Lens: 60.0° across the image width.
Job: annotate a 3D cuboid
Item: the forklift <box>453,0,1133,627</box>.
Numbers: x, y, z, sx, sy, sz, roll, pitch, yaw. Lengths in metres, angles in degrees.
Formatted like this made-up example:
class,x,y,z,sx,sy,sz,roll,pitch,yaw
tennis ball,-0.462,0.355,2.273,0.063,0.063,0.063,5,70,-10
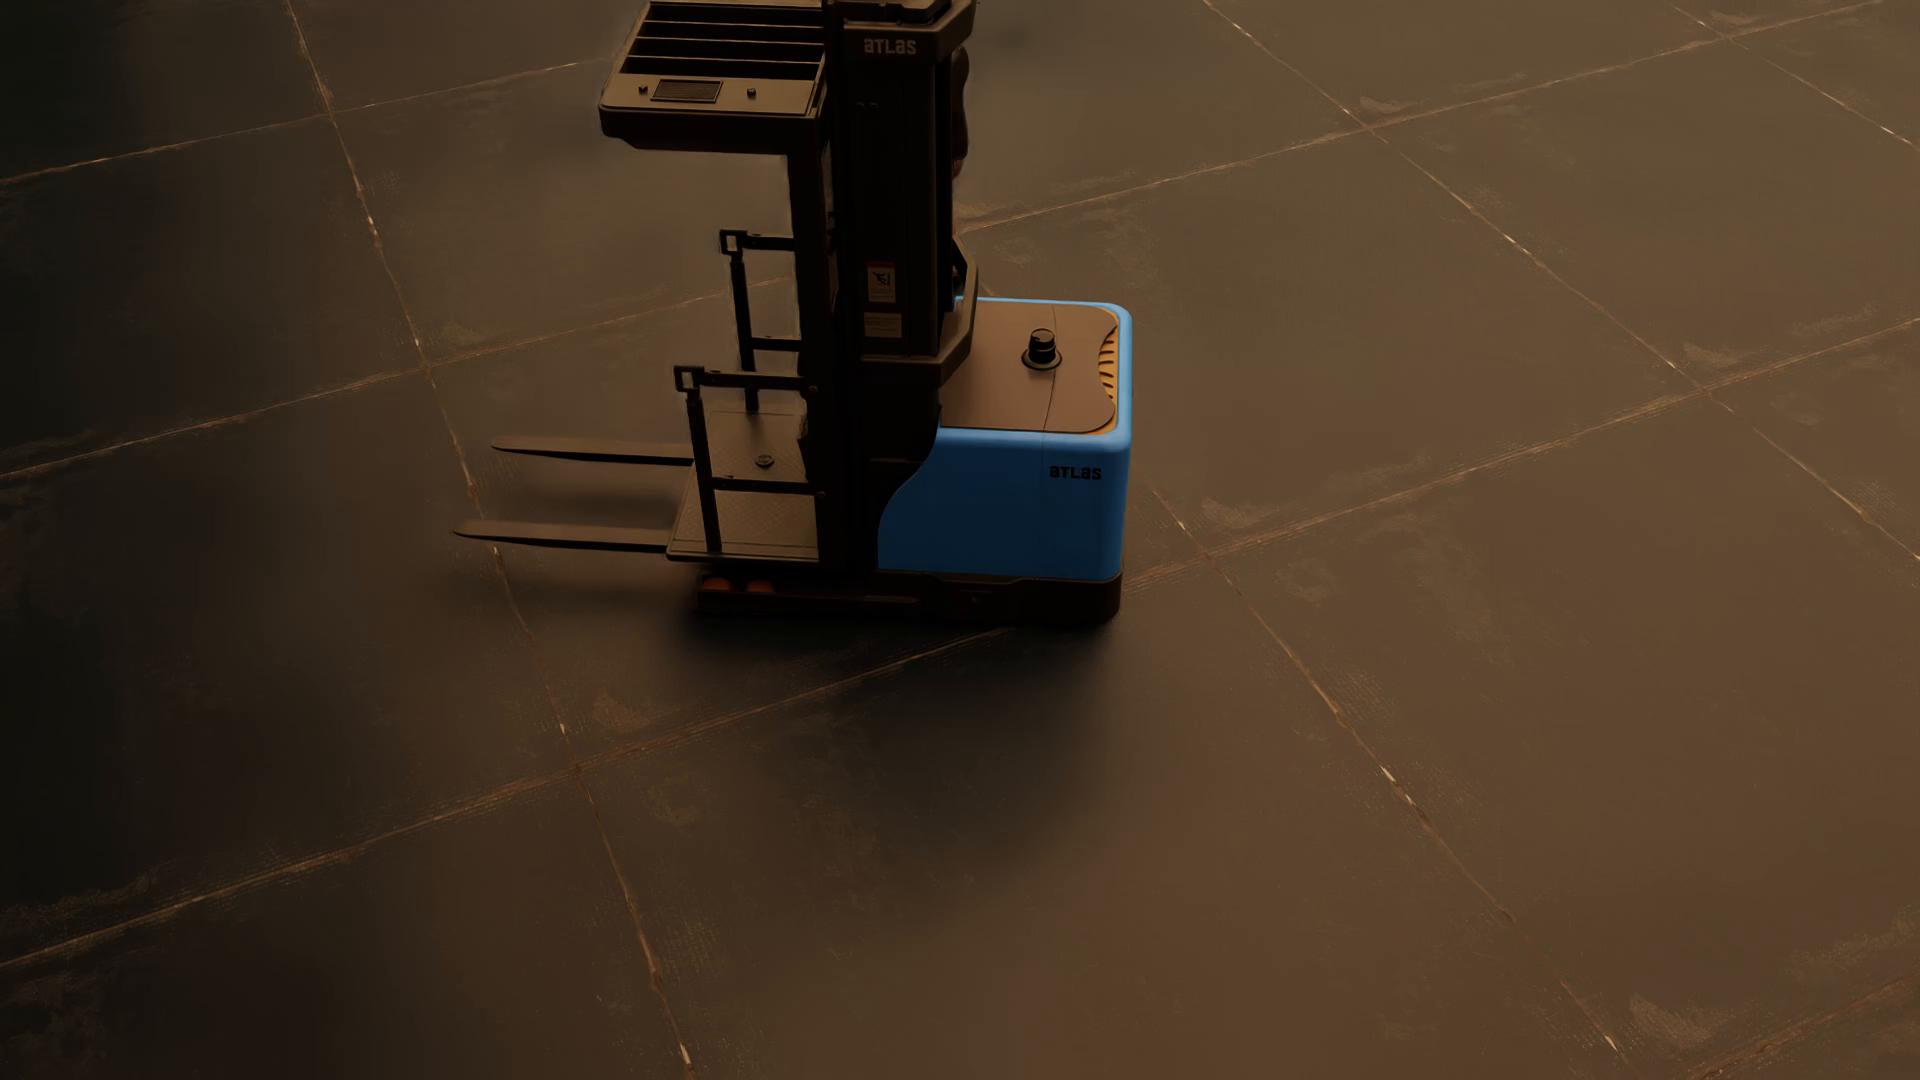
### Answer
class,x,y,z,sx,sy,sz,roll,pitch,yaw
forklift,-0.768,-1.090,6.848,3.031,2.935,1.130,3,43,3

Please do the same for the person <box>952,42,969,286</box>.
class,x,y,z,sx,sy,sz,roll,pitch,yaw
person,-0.182,-2.060,8.858,0.655,1.701,0.746,-34,53,-31
